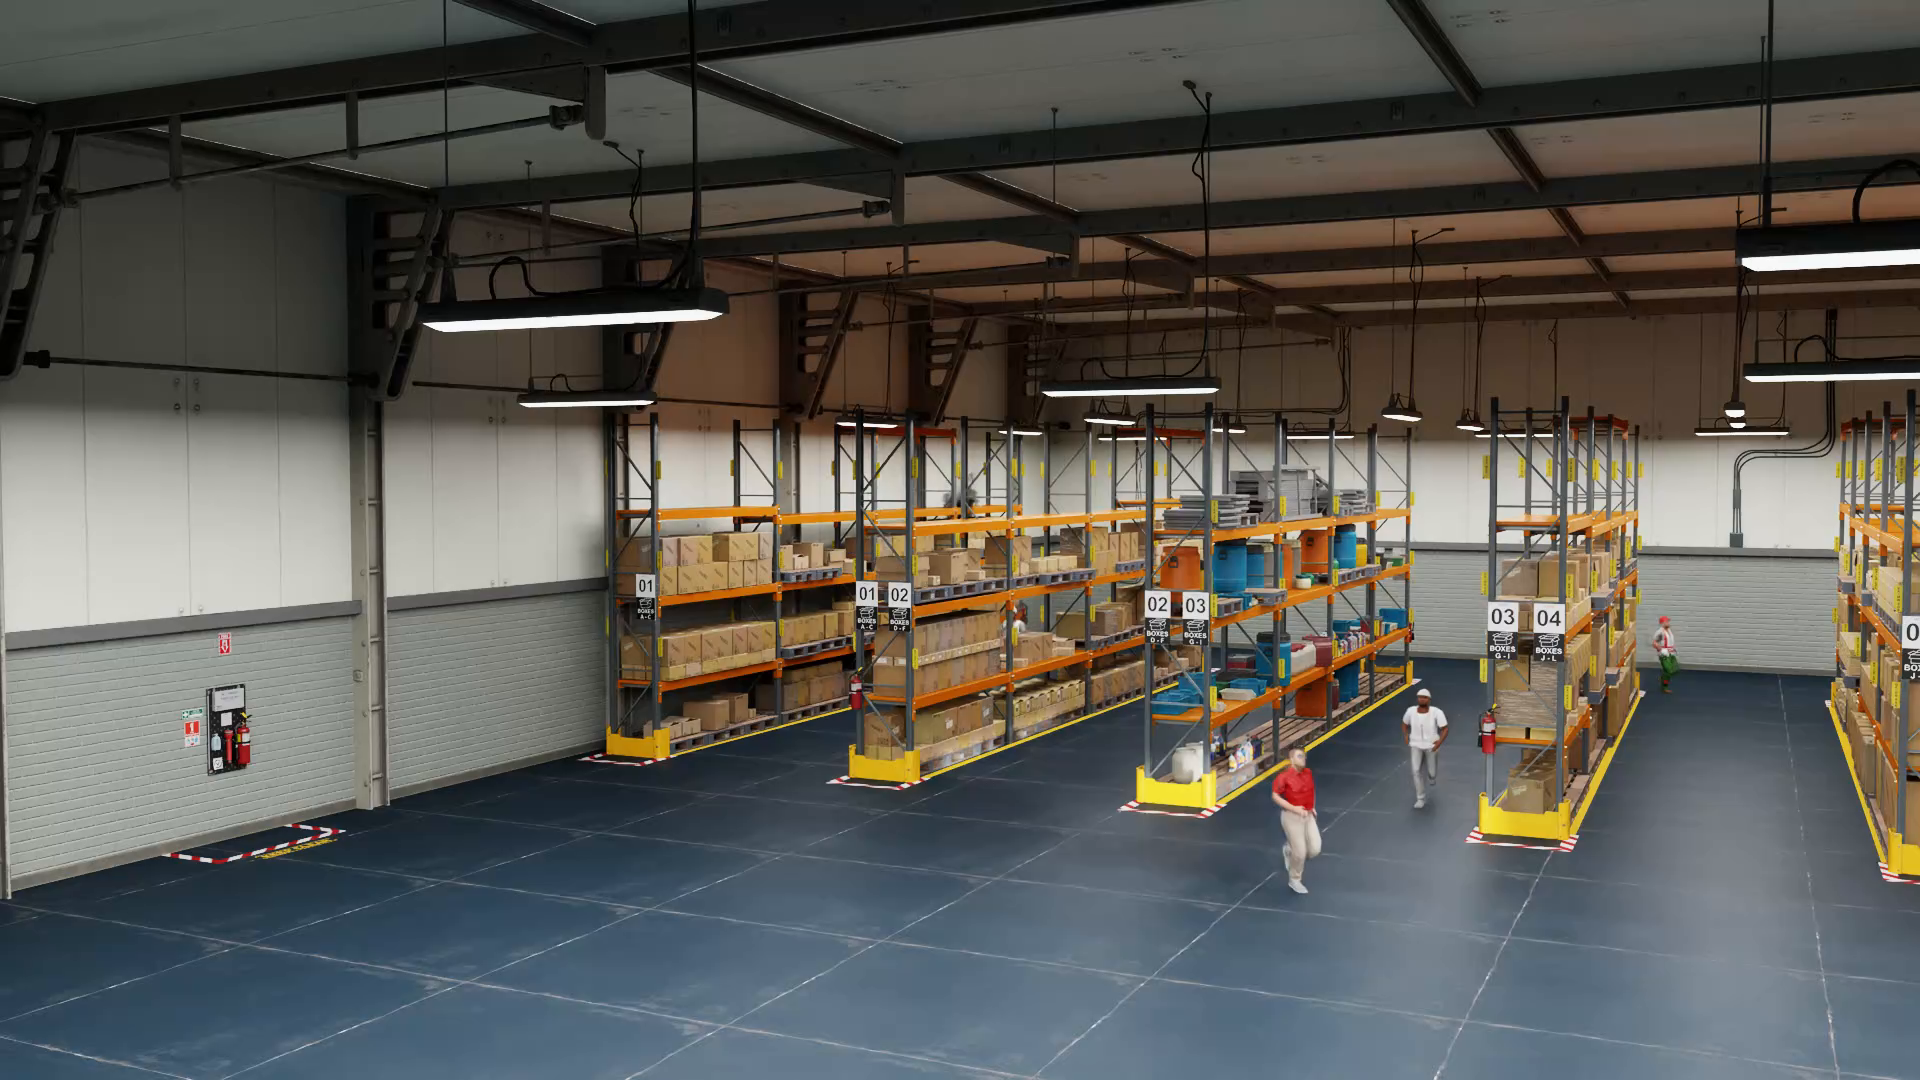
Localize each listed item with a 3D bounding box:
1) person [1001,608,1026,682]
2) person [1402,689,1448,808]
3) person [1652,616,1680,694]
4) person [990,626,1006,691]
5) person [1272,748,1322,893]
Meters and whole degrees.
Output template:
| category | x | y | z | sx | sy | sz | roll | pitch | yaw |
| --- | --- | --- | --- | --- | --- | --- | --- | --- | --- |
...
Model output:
| category | x | y | z | sx | sy | sz | roll | pitch | yaw |
| --- | --- | --- | --- | --- | --- | --- | --- | --- | --- |
| person | 1.201 | 2.447 | 38.230 | 0.680 | 1.777 | 0.988 | 1 | 2 | 13 |
| person | 6.975 | 3.108 | 24.991 | 0.691 | 1.740 | 0.871 | 1 | 3 | 20 |
| person | 15.808 | 2.574 | 37.271 | 0.699 | 1.739 | 0.543 | -1 | 3 | -32 |
| person | 0.820 | 2.655 | 34.721 | 0.684 | 1.765 | 0.828 | 1 | 3 | 18 |
| person | 4.025 | 3.335 | 19.881 | 0.697 | 1.686 | 0.627 | -2 | 3 | -34 |
